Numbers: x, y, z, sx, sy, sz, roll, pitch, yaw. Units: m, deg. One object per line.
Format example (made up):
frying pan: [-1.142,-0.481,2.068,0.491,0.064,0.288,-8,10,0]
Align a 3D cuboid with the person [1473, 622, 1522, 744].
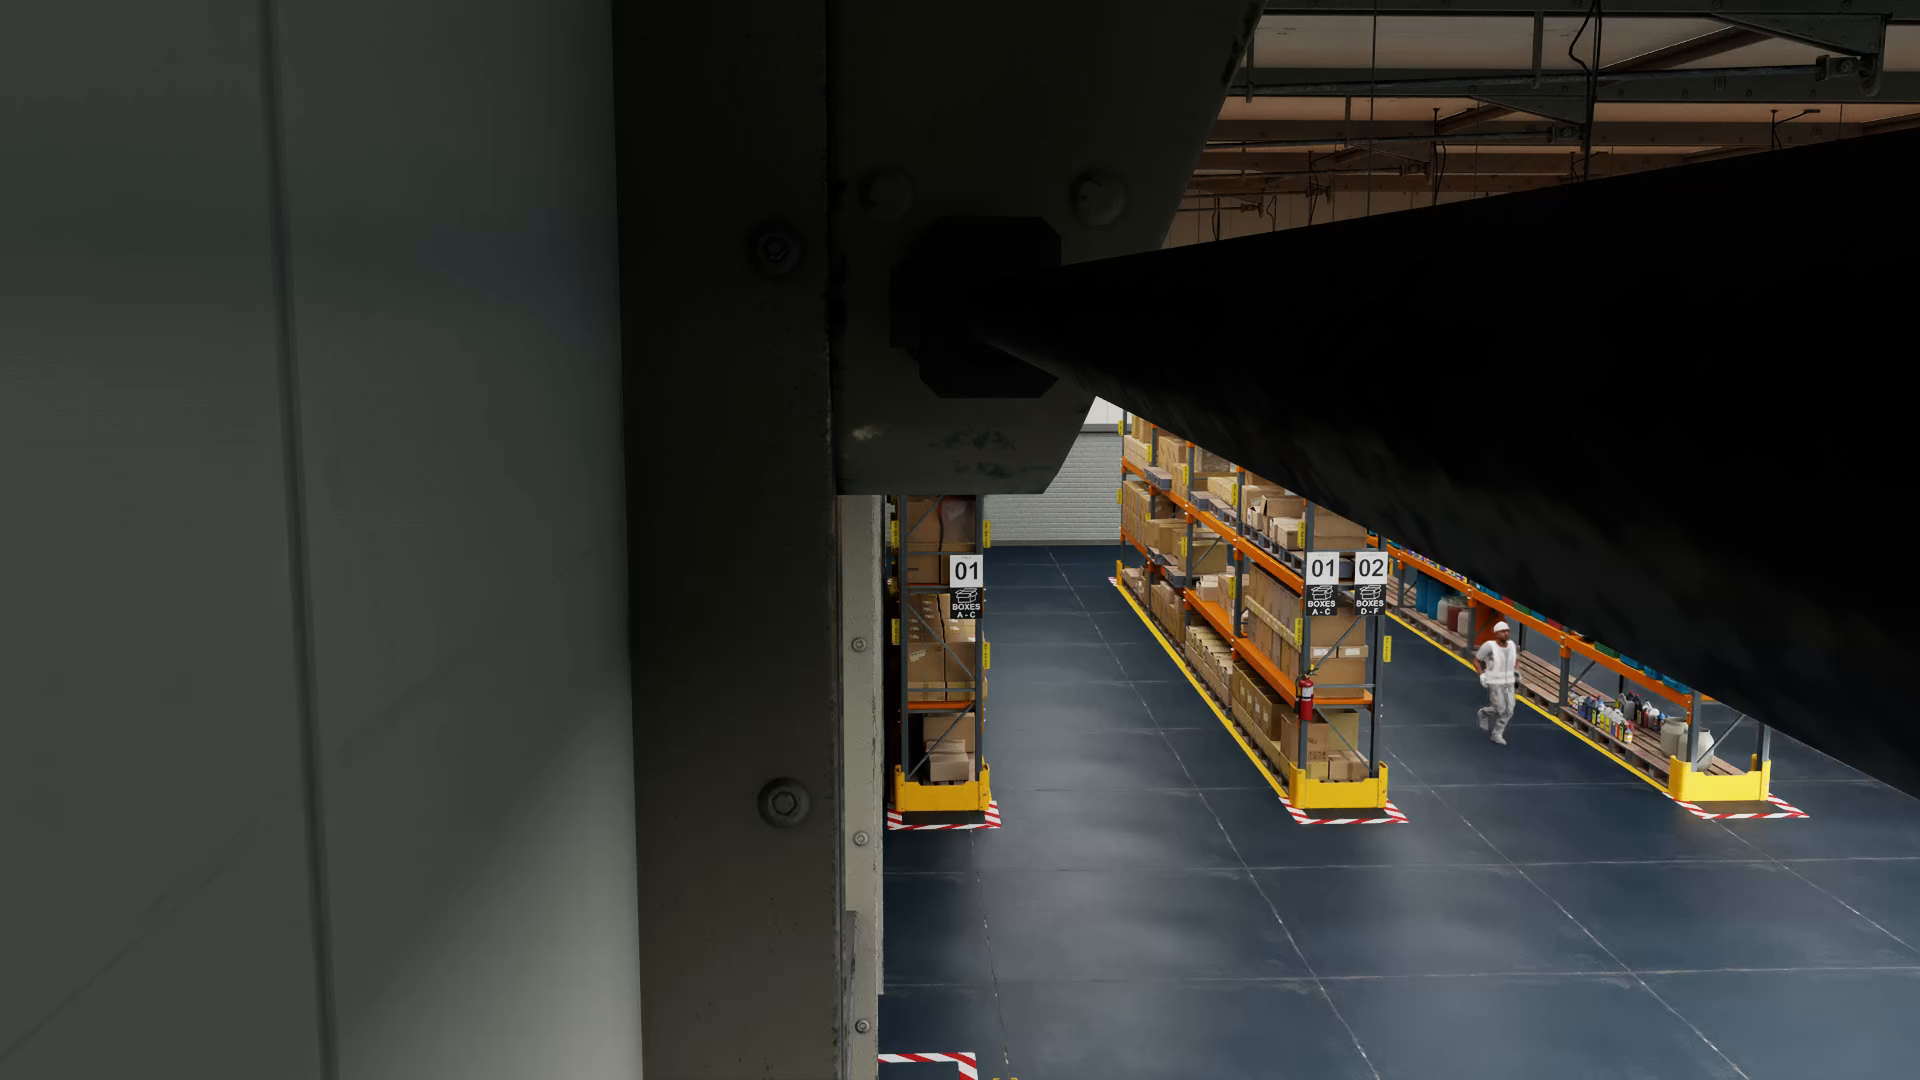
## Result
person: [7.642,2.017,23.567,0.675,1.737,0.600,-2,9,-15]
